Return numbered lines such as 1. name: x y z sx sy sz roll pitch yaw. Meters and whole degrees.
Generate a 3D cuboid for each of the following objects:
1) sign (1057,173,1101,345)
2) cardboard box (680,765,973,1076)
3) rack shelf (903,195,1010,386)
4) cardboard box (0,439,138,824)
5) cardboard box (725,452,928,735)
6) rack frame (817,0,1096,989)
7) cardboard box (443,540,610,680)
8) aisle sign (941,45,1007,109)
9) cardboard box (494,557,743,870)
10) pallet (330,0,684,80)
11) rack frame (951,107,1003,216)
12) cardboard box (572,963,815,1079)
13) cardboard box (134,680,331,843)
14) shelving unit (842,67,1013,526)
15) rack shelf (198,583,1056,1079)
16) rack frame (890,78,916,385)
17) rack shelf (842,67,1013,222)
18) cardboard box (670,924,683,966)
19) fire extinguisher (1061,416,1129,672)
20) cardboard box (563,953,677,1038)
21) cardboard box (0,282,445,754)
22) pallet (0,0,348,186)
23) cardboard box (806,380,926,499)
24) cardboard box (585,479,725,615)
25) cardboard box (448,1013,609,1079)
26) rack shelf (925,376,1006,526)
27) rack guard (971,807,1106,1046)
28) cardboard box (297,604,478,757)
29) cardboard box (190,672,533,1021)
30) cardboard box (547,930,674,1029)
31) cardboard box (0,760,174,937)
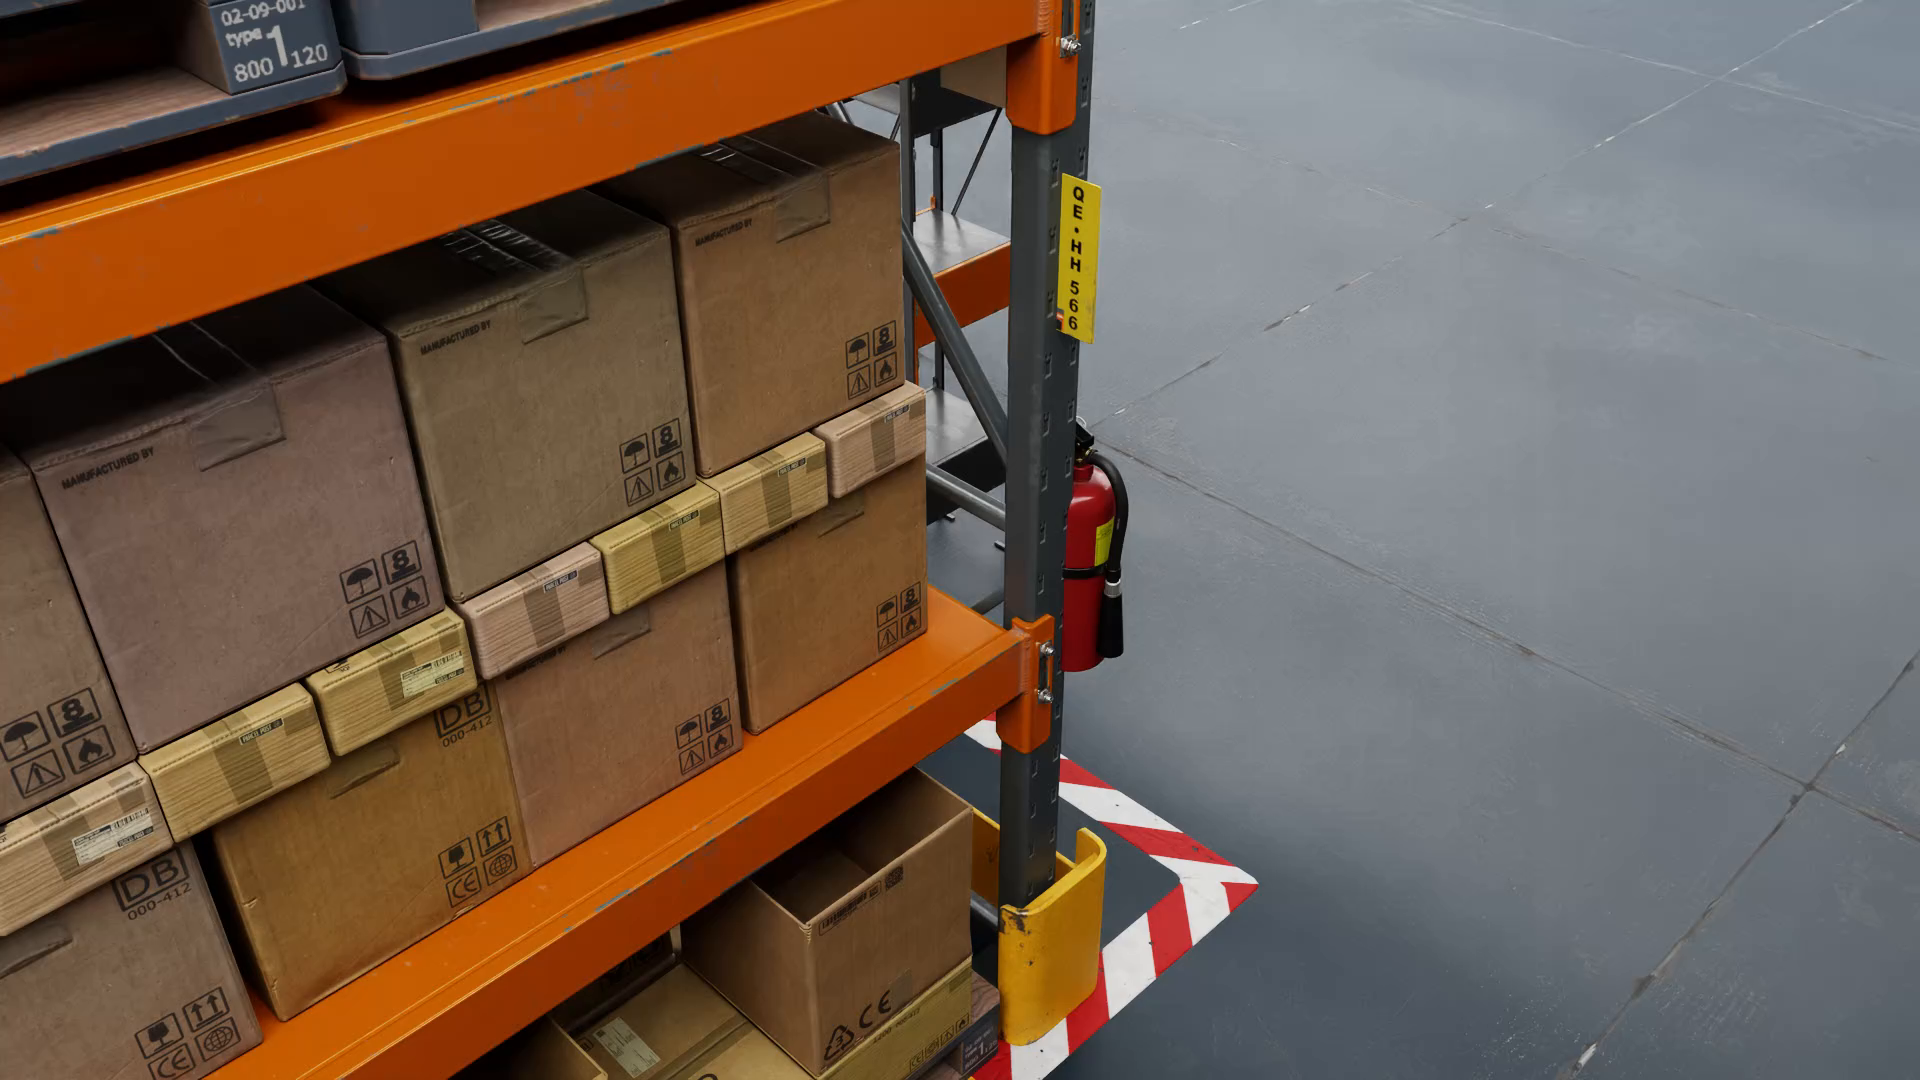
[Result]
1. sign: 0.223 -0.534 3.174 0.100 0.325 0.005 30 45 35
2. cardboard box: -0.319 0.800 3.862 0.500 0.500 0.500 30 45 35
3. rack shelf: -0.117 -0.783 5.561 0.431 0.518 0.480 30 45 35
4. cardboard box: -1.602 0.071 2.305 0.700 0.500 0.500 30 45 35
5. cardboard box: -0.490 -0.043 3.602 0.700 0.500 0.500 30 45 35
6. rack frame: -0.152 -0.186 3.895 1.000 3.000 0.127 30 45 35
7. cardboard box: -0.829 0.051 2.901 0.250 0.149 0.380 -29 44 -35
8. aisle sign: 0.102 -1.161 3.019 0.394 0.787 0.004 30 45 35
9. cardboard box: -2.347 1.459 2.183 4.930 1.340 1.023 -29 44 -35
10. pallet: -0.669 -1.104 2.665 1.003 0.211 1.213 30 45 35
11. rack frame: 0.054 -0.894 5.696 0.380 1.831 0.006 30 45 35
12. cardboard box: -0.664 1.314 3.780 0.500 0.250 0.500 30 45 35
13. cardboard box: -1.198 0.265 2.593 0.250 0.149 0.380 -29 44 -34
14. shelving unit: -0.118 -0.793 5.552 0.431 2.100 0.499 30 45 35
15. rack shelf: -1.562 0.921 2.936 1.077 0.370 4.000 30 45 35
16. rack frame: -0.289 -0.695 5.411 0.400 2.100 0.015 30 45 35
17. rack shelf: -0.117 -1.357 5.160 0.431 0.518 0.480 30 45 35
18. cardboard box: -0.688 0.898 4.377 0.500 0.250 0.500 30 45 35
19. fire extinguisher: 0.260 -0.015 3.717 0.296 0.674 0.183 30 45 35
20. cardboard box: -1.038 1.102 4.084 0.500 0.250 0.500 30 45 35
21. cardboard box: -1.249 -0.133 2.597 0.500 0.500 0.700 -30 45 -35
22. pallet: -1.529 -0.606 1.952 1.003 0.211 1.213 30 45 35
23. cardboard box: -0.286 -0.261 3.348 0.380 0.149 0.250 29 44 35
24. cardboard box: -0.650 -0.051 3.046 0.380 0.149 0.250 29 44 35
25. cardboard box: -1.013 1.211 3.272 0.500 0.500 0.500 30 45 35
26. rack shelf: -0.117 -0.209 5.961 0.431 0.518 0.480 30 45 35
27. rack guard: -0.136 0.829 4.624 1.175 0.500 0.348 30 45 35
28. cardboard box: -1.013 0.157 2.748 0.250 0.149 0.380 -28 44 -34
29. cardboard box: -1.211 0.372 3.008 0.500 0.500 0.700 -30 45 -35
30. cardboard box: -1.039 0.794 3.871 0.500 0.500 0.500 30 45 35
31. cardboard box: -1.378 0.369 2.444 0.380 0.149 0.250 29 44 35
